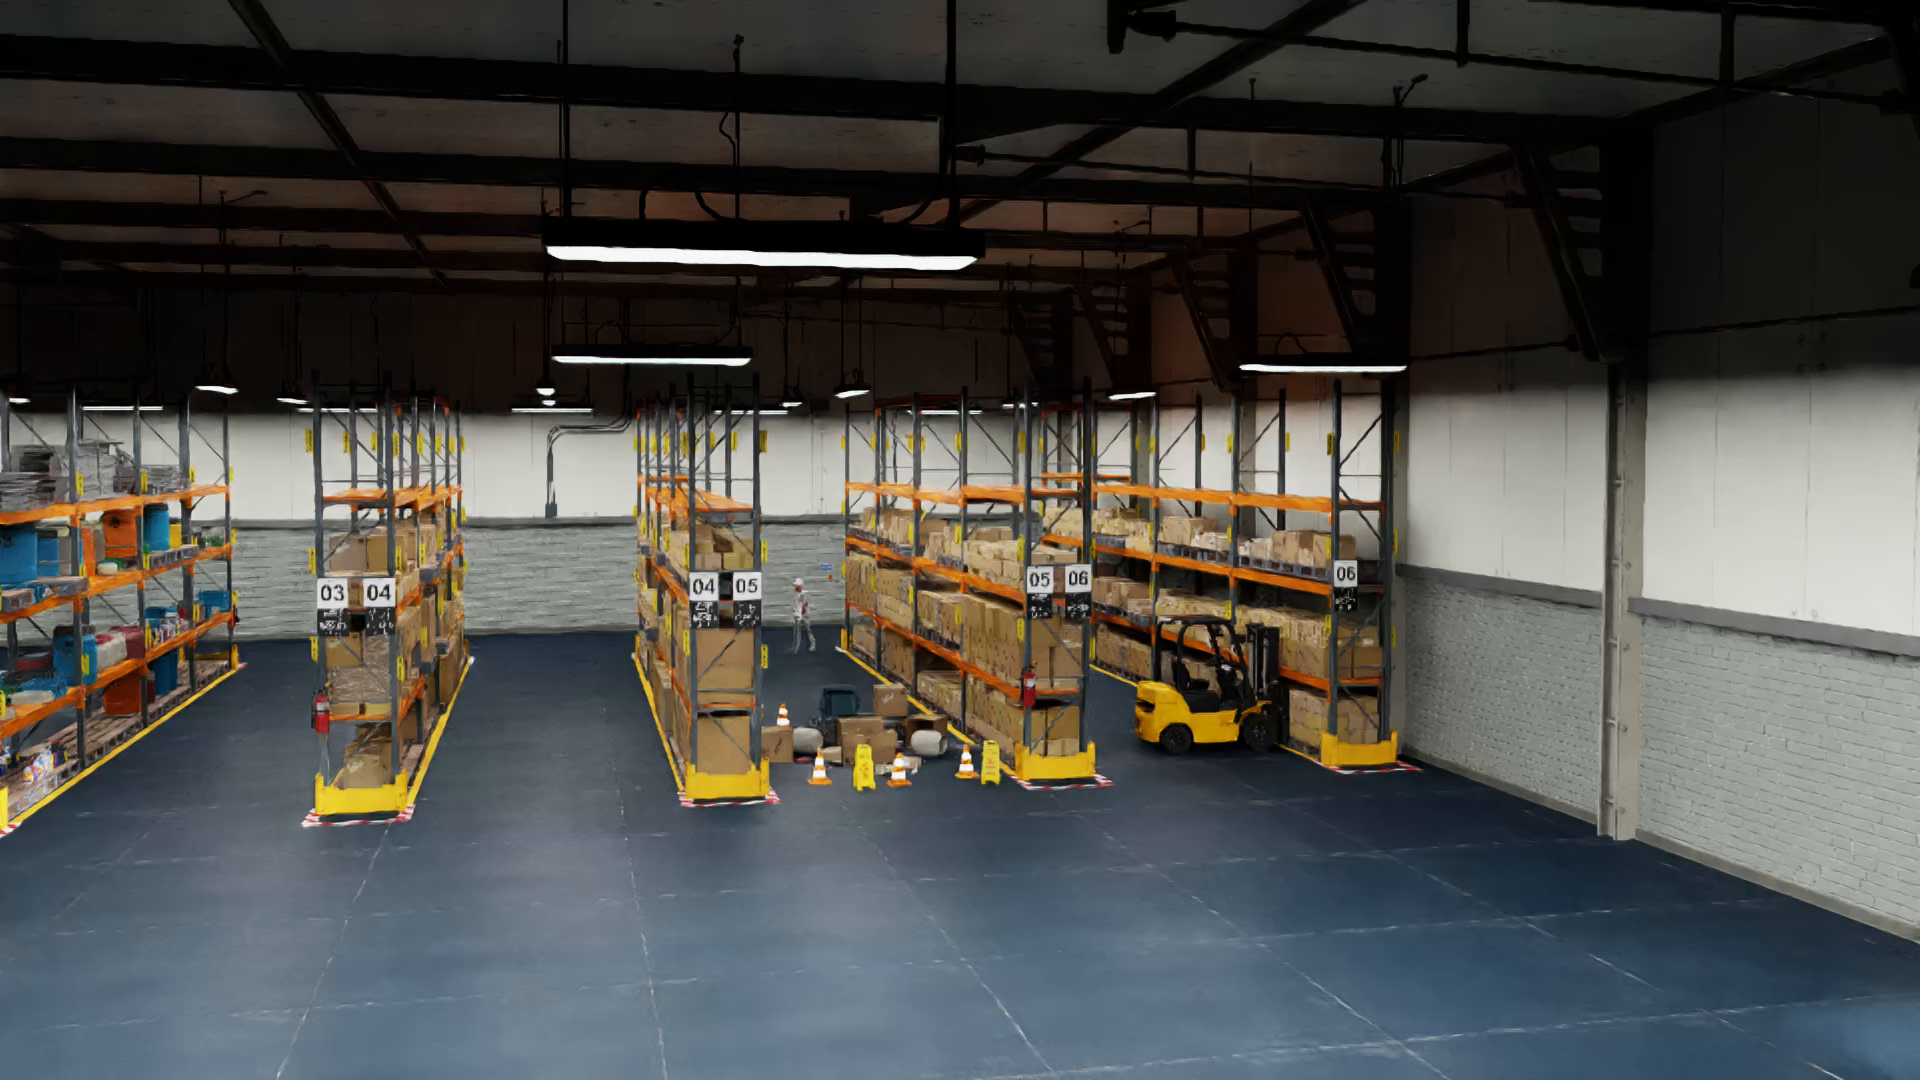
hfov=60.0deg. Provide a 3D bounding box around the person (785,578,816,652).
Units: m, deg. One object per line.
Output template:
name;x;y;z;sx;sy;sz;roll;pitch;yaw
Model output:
person;-3.845;1.810;39.955;0.695;1.783;0.662;-2;4;-28
